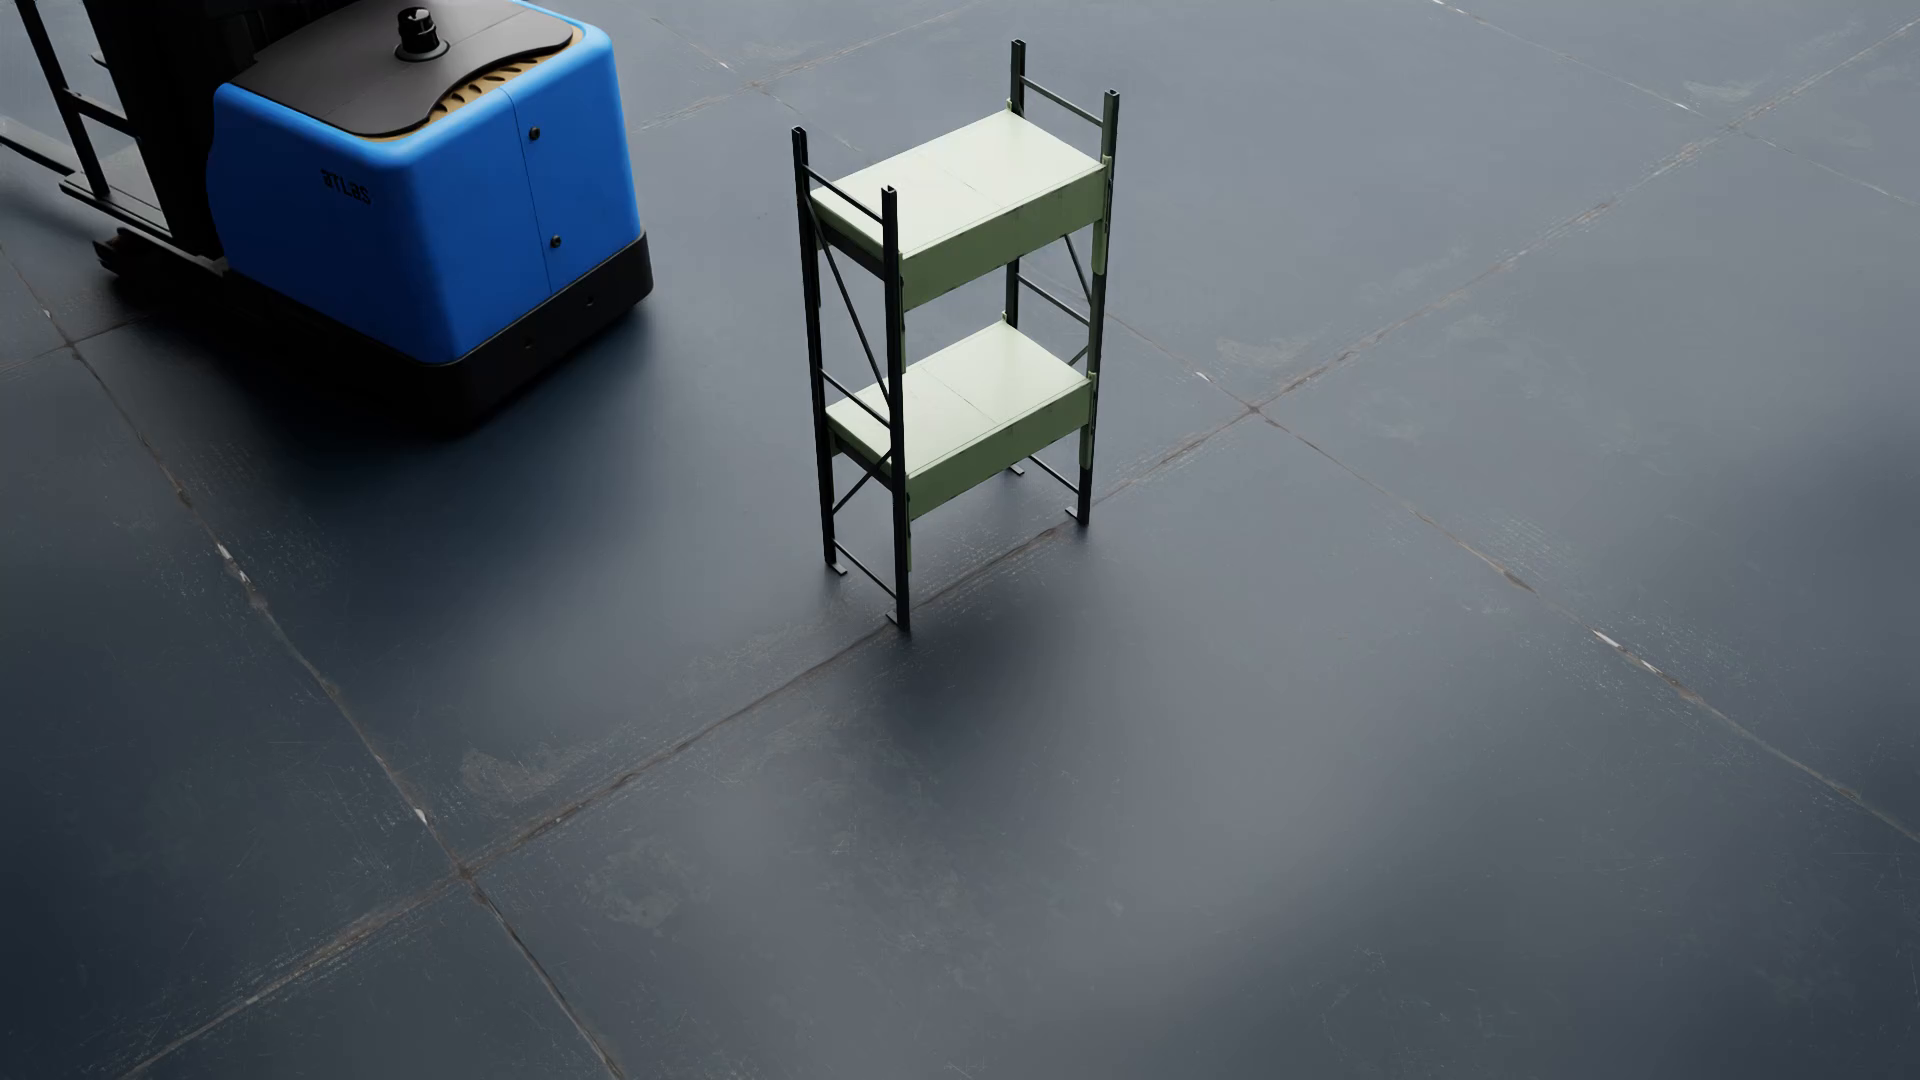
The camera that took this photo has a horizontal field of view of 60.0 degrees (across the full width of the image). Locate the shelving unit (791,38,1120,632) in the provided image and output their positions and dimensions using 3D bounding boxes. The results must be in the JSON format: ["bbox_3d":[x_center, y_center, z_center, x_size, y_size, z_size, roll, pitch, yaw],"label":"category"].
[{"bbox_3d":[-0.005,-0.544,4.733,0.755,1.500,0.431,-30,51,-28],"label":"shelving unit"}]

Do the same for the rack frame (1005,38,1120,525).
[{"bbox_3d":[0.276,-0.705,4.905,0.023,1.500,0.400,-30,51,-28],"label":"rack frame"}]

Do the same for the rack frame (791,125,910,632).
[{"bbox_3d":[-0.286,-0.383,4.562,0.023,1.500,0.400,-30,51,-28],"label":"rack frame"}]

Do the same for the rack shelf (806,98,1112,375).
[{"bbox_3d":[-0.005,-0.828,4.466,0.720,0.370,0.431,-30,51,-28],"label":"rack shelf"}]

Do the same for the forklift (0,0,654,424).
[{"bbox_3d":[-2.638,-2.254,5.509,3.031,2.935,1.130,25,49,24],"label":"forklift"}]

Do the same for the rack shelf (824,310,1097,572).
[{"bbox_3d":[-0.005,-0.306,4.957,0.720,0.370,0.431,-30,51,-28],"label":"rack shelf"}]
